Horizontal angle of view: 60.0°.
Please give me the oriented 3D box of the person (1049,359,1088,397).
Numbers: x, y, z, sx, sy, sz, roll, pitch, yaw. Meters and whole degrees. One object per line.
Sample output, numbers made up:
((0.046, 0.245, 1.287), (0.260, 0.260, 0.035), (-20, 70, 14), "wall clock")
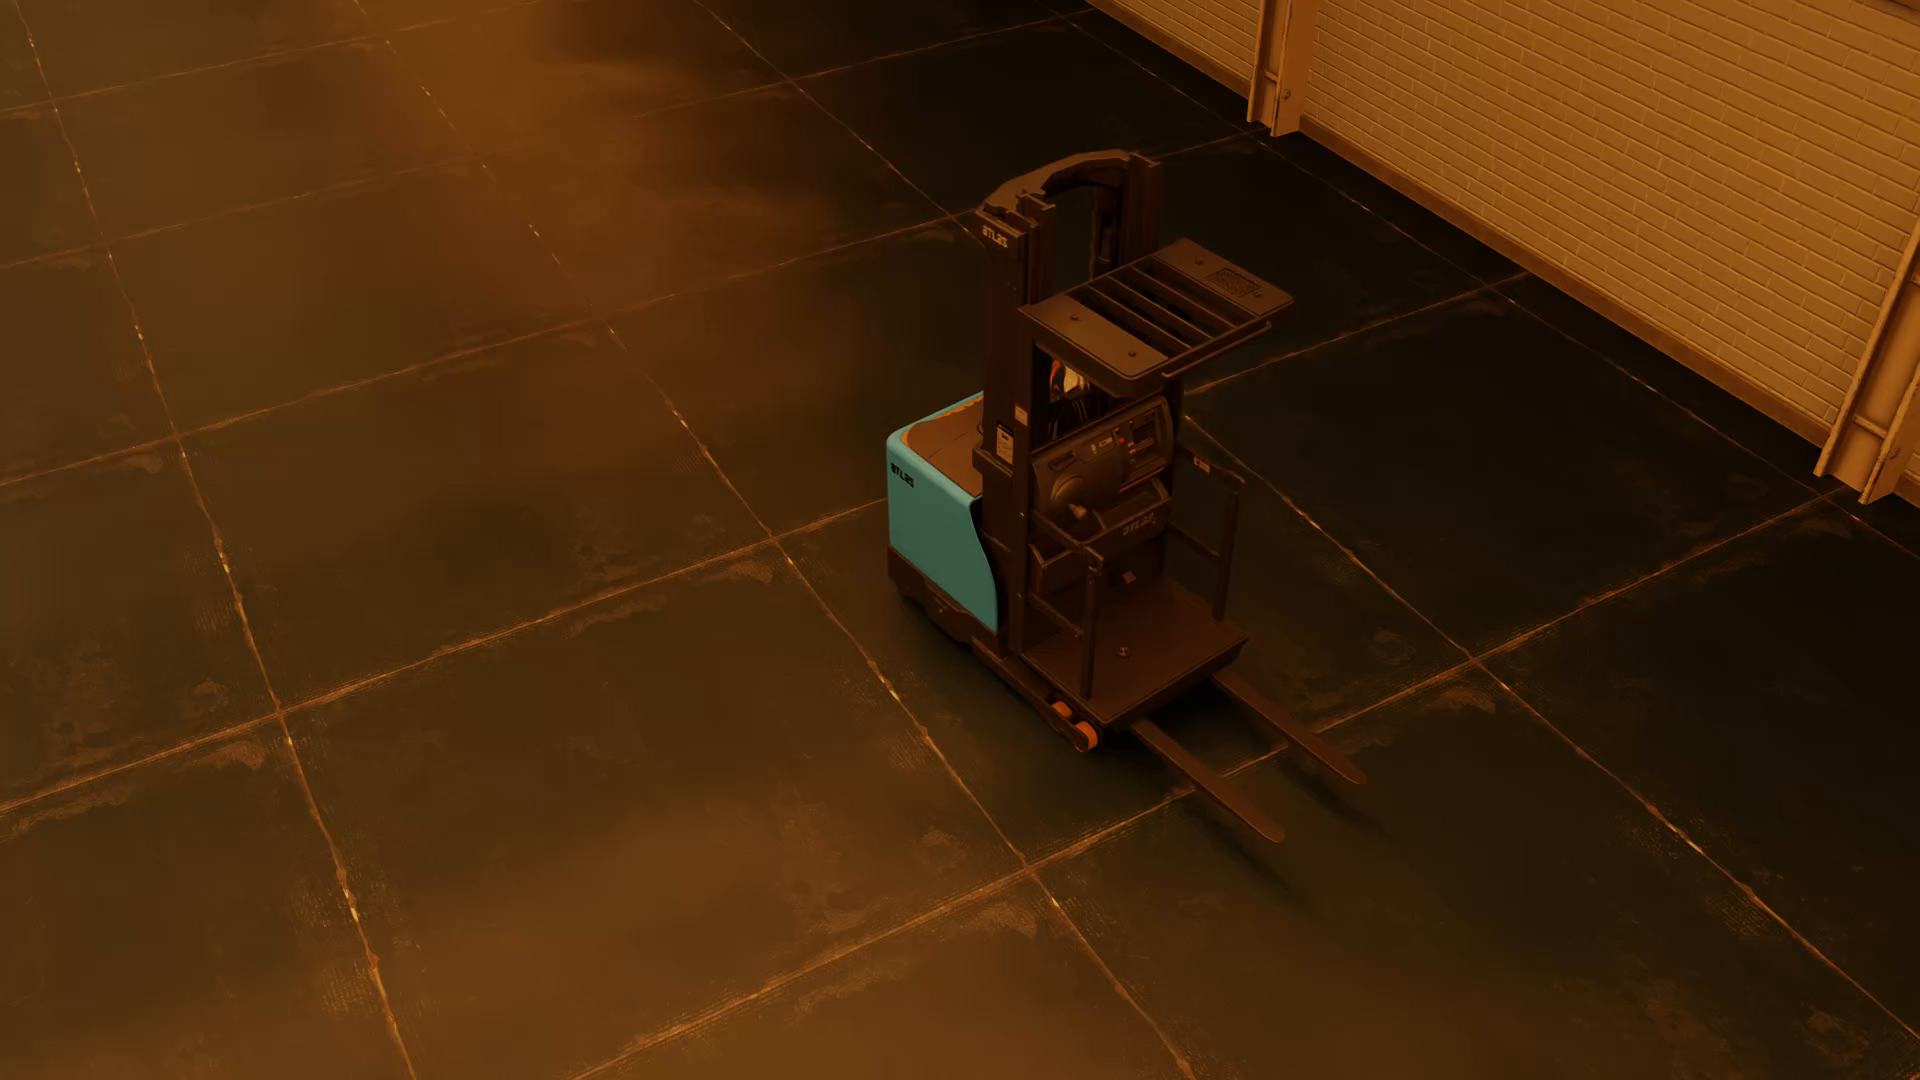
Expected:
((0.796, -0.819, 10.050), (0.473, 1.621, 0.763), (-31, 49, -32), "person")

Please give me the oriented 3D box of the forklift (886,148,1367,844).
((0.879, -0.350, 8.459), (1.130, 2.935, 3.031), (-27, 47, -29), "forklift")
